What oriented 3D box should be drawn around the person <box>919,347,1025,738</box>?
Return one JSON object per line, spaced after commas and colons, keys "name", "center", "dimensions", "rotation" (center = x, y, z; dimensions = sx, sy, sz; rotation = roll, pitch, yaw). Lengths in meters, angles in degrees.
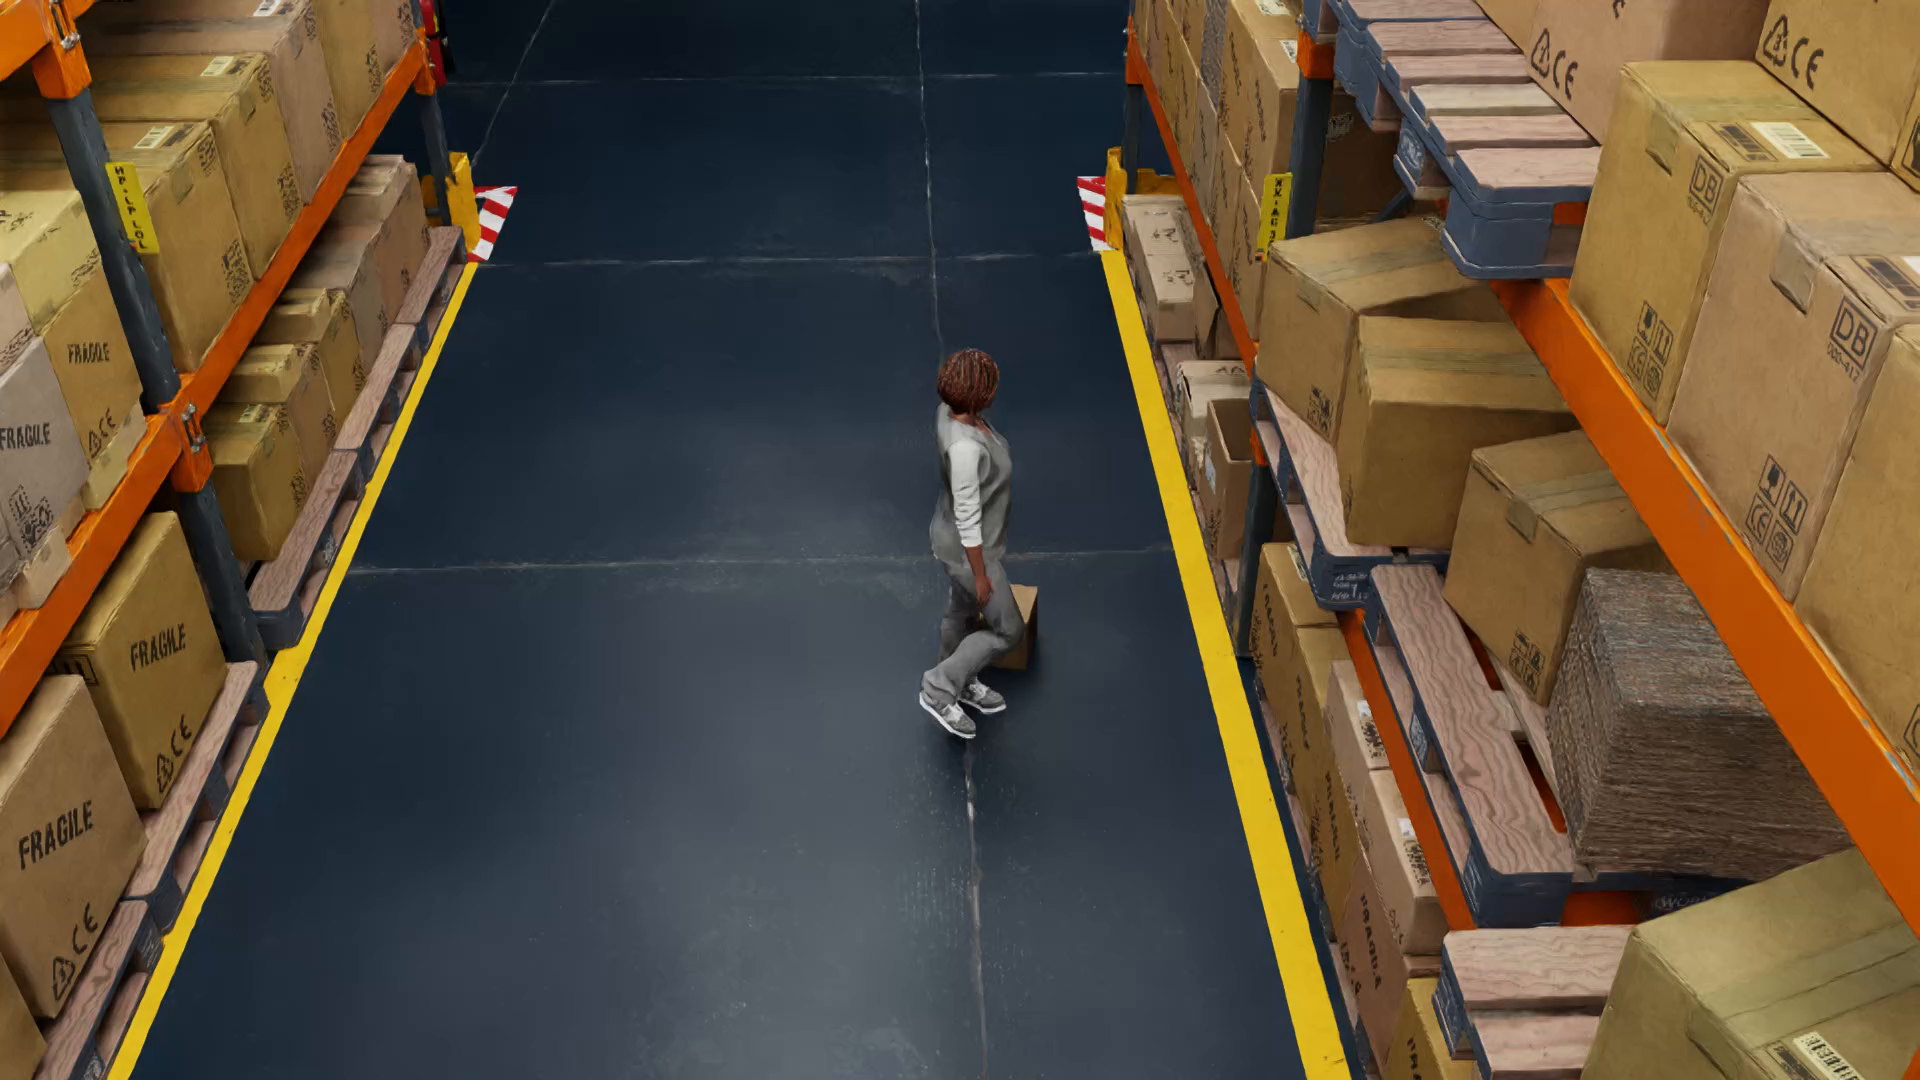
{"name": "person", "center": [0.042, 0.020, 6.130], "dimensions": [0.401, 1.595, 0.511], "rotation": [0, 36, 0]}
